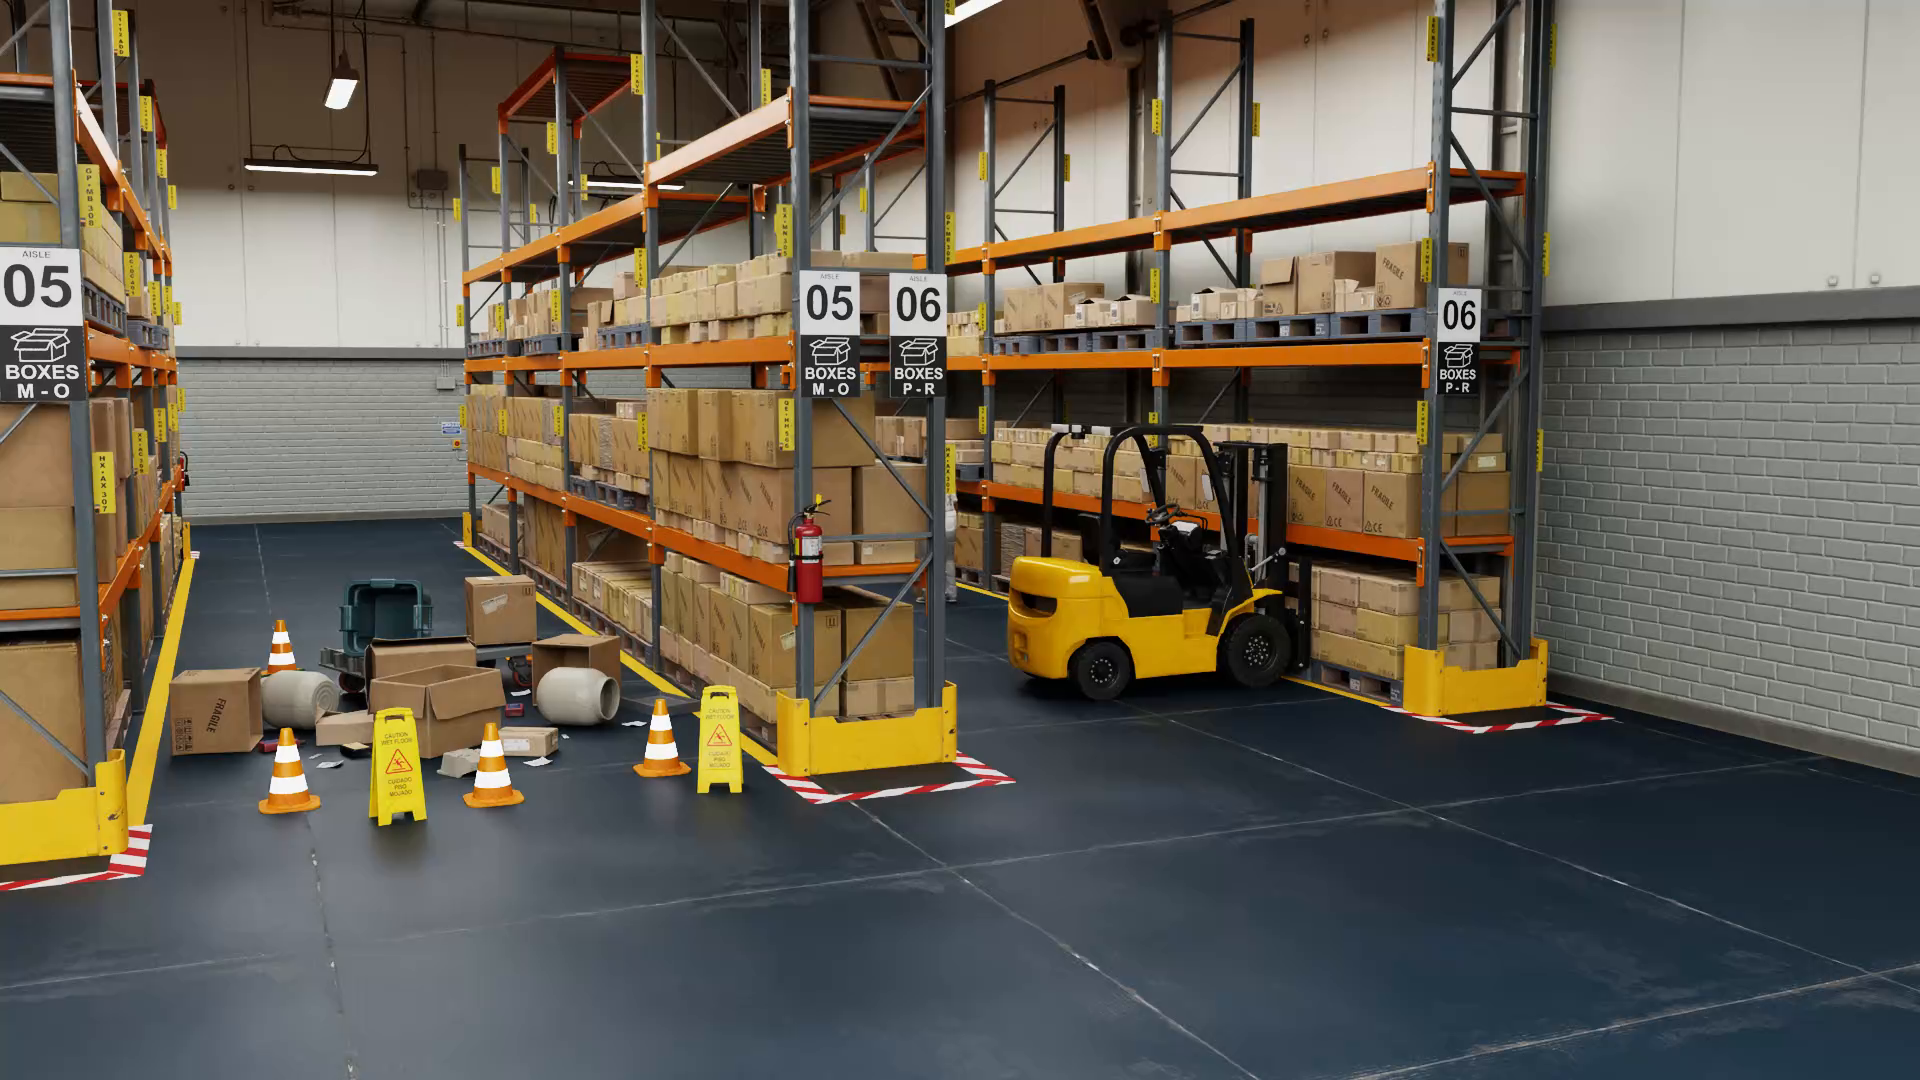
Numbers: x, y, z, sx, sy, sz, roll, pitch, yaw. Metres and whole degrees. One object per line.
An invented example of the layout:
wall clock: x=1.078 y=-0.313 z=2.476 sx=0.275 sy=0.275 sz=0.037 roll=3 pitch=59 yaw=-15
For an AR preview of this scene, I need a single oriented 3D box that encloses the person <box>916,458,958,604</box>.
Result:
person: x=-0.268 y=-0.116 z=18.801 sx=0.546 sy=1.665 sz=0.468 roll=-3 pitch=6 yaw=-26
